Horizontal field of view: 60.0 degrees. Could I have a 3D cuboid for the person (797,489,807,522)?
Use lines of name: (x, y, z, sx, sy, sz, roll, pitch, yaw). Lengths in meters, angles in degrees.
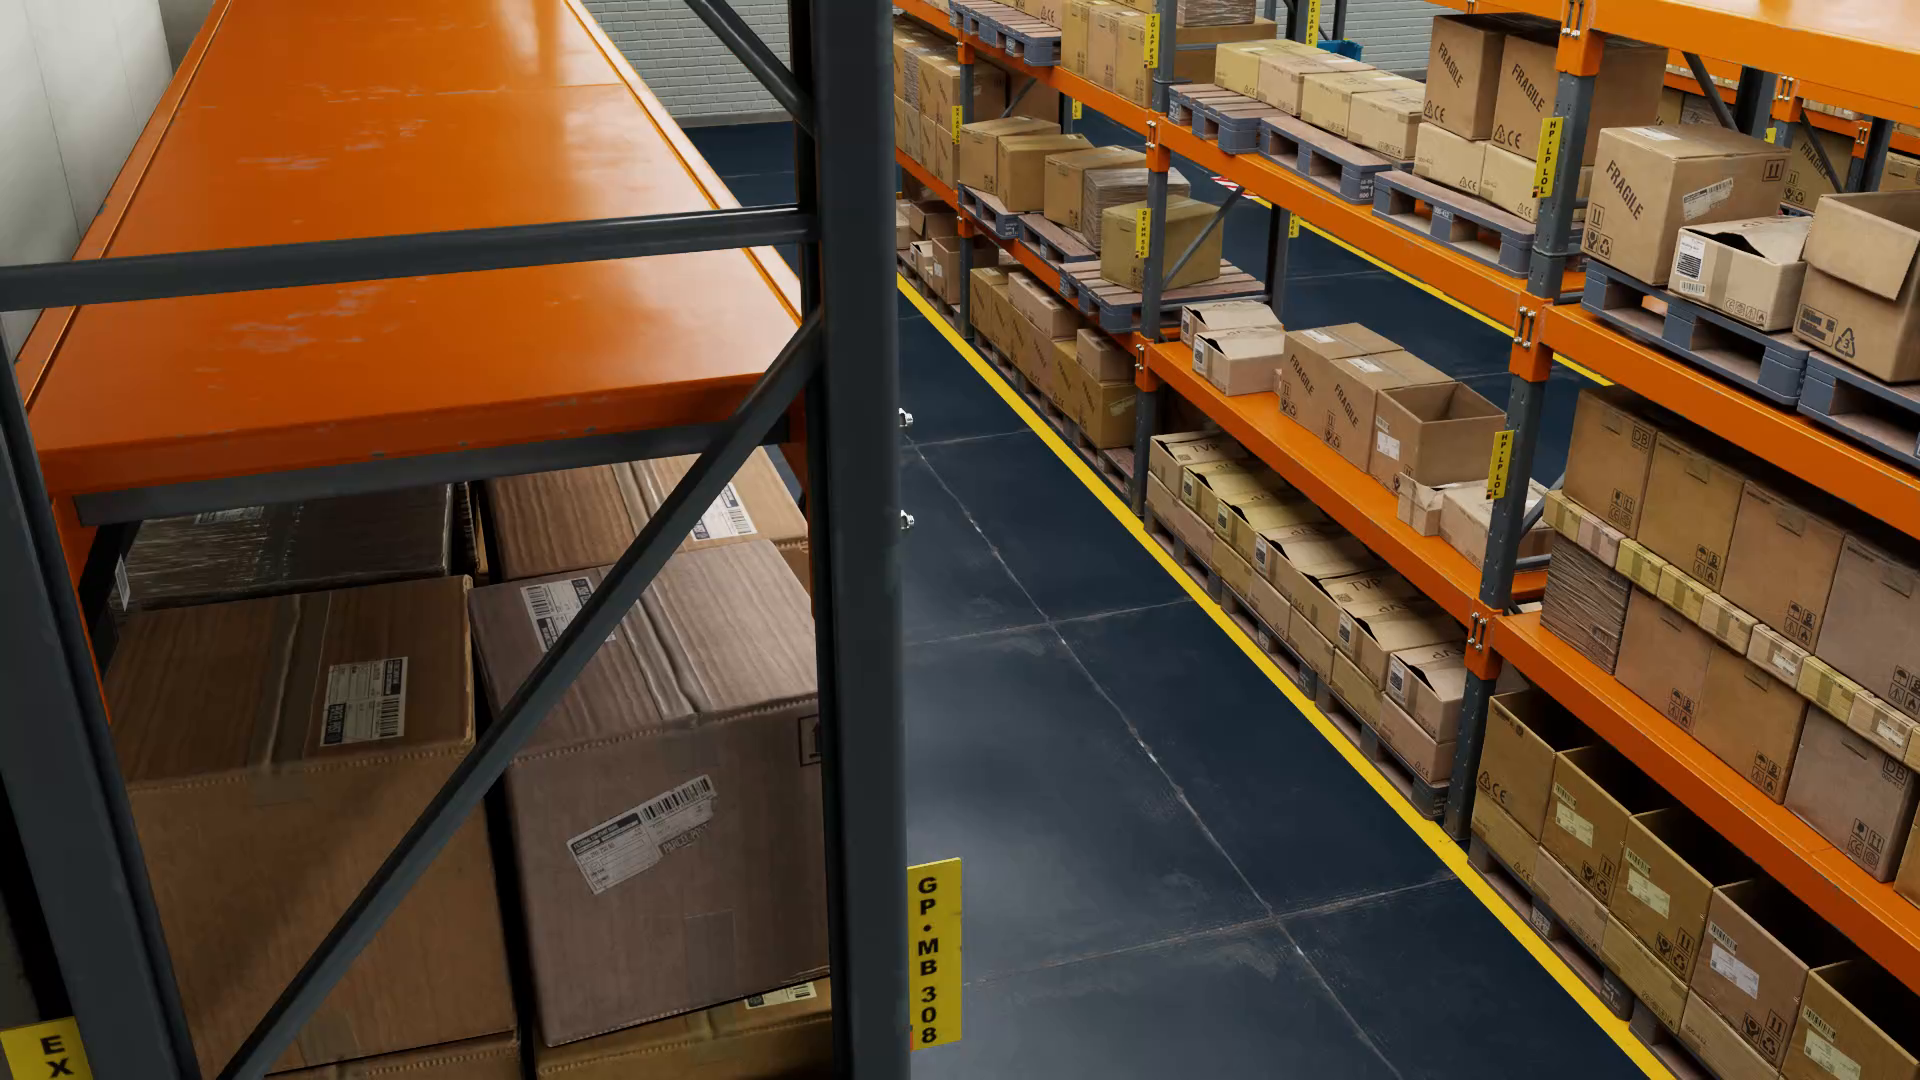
person: (-0.800, -0.036, 9.462, 0.424, 1.773, 0.640, -9, 27, -17)
